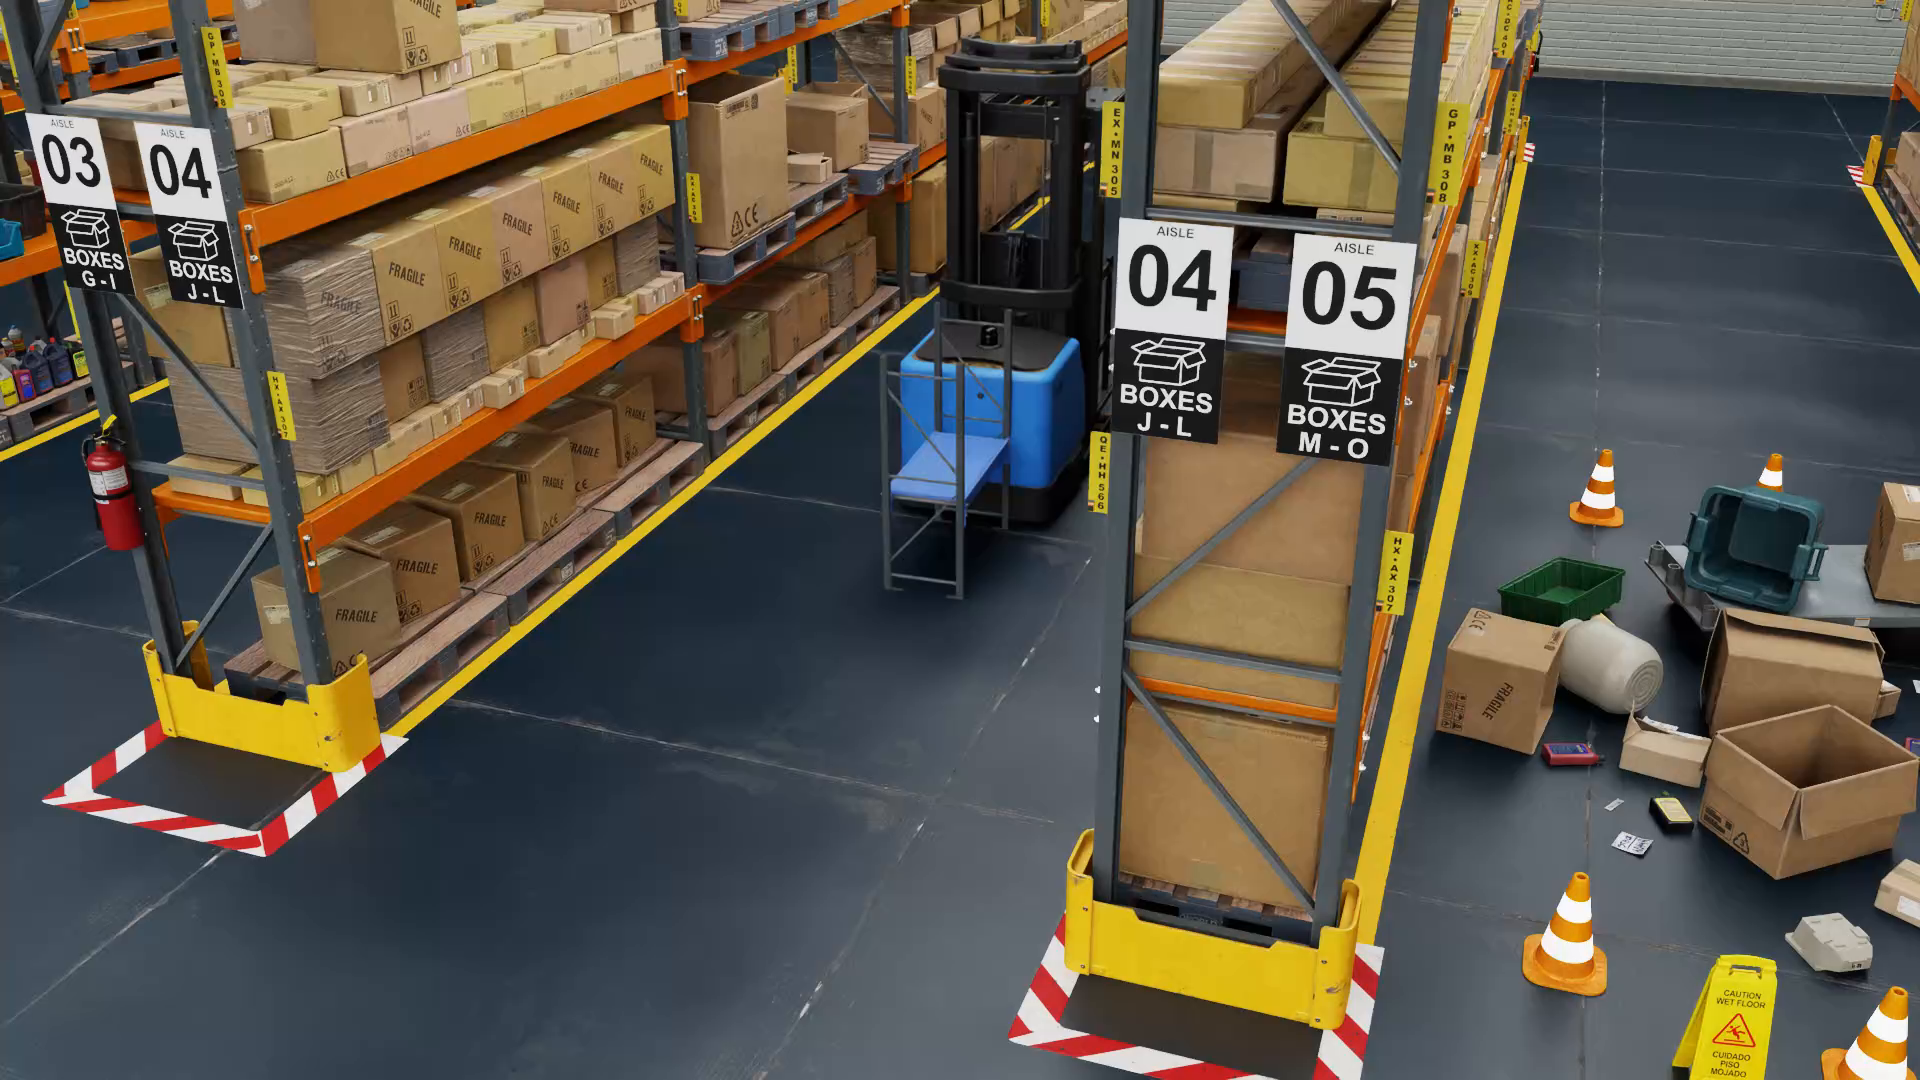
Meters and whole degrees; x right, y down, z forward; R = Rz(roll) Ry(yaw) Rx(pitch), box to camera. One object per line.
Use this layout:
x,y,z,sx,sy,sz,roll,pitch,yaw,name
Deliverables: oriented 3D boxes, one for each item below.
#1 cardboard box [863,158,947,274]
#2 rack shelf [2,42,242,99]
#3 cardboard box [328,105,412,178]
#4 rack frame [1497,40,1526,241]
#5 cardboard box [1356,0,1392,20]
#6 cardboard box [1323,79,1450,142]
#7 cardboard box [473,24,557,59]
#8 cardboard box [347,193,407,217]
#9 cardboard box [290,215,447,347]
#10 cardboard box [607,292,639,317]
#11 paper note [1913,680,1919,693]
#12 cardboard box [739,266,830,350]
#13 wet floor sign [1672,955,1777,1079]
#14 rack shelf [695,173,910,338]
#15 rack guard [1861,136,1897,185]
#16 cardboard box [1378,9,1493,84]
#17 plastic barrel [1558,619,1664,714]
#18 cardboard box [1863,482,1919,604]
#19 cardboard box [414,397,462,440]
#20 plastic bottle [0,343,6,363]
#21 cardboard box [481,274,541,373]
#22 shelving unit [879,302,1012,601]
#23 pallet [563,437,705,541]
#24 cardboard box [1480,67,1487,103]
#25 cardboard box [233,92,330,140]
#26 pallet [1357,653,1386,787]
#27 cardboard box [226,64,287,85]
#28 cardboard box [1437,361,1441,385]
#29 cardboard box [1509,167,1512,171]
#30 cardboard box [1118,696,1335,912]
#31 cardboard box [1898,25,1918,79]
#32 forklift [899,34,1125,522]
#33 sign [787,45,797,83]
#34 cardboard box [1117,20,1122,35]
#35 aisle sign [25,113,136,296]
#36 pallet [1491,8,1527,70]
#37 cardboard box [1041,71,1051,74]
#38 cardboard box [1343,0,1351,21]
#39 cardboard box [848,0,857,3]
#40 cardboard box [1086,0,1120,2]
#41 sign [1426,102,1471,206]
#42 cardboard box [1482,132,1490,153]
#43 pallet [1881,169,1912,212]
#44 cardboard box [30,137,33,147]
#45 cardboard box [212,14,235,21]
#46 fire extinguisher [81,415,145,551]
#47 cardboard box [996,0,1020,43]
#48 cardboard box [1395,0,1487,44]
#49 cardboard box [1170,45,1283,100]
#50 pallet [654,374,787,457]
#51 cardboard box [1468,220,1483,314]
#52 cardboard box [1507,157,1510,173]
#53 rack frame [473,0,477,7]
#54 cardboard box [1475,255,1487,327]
-0.692,-3.100,15.666,1.225,0.875,0.875,7,27,15,cardboard box
-9.616,-5.523,19.540,1.077,0.370,4.000,9,27,17,rack shelf
-3.034,-1.955,8.075,0.500,0.250,0.500,8,27,16,cardboard box
5.033,-4.469,16.539,1.000,3.000,0.127,9,27,17,rack frame
1.944,-2.672,8.619,0.500,0.250,0.500,9,27,18,cardboard box
1.451,-1.459,5.656,0.380,0.149,0.250,9,27,18,cardboard box
-2.508,-2.804,9.373,0.380,0.149,0.250,10,28,19,cardboard box
-3.324,-1.601,9.011,0.500,0.500,0.500,9,27,17,cardboard box
-2.991,-1.319,8.428,0.500,0.500,0.500,9,27,17,cardboard box
-2.299,-1.503,10.701,0.380,0.149,0.250,9,27,17,cardboard box
5.288,0.801,9.060,0.148,0.019,0.142,9,27,17,paper note
-1.500,-1.917,13.632,0.700,0.500,0.500,11,28,22,cardboard box
2.898,1.821,6.249,0.267,0.644,0.232,4,26,8,wet floor sign
-1.607,-2.441,13.174,1.077,0.370,4.000,9,27,17,rack shelf
11.074,-4.322,19.102,1.175,0.500,0.348,9,27,17,rack guard
2.281,-2.385,8.026,0.500,0.250,0.500,9,27,17,cardboard box
3.440,0.666,8.888,0.421,0.421,0.512,-14,29,-27,plastic barrel
5.384,0.033,9.239,0.500,0.500,0.500,9,27,17,cardboard box
-2.932,-0.676,8.993,0.380,0.149,0.250,9,27,17,cardboard box
-7.444,-1.417,12.847,0.061,0.283,0.133,9,27,17,plastic bottle
-2.957,-1.326,9.590,0.875,0.500,0.500,9,27,17,cardboard box
-0.069,-0.560,10.185,0.538,1.500,1.048,8,27,15,shelving unit
-2.463,-0.406,11.347,1.003,0.211,1.213,9,27,17,pallet
2.383,-2.247,8.198,0.380,0.149,0.250,9,27,18,cardboard box
-3.116,-1.933,7.573,0.380,0.149,0.250,9,27,19,cardboard box
1.640,0.877,8.696,1.003,0.211,1.213,9,27,17,pallet
-3.559,-2.245,8.217,0.380,0.149,0.250,9,27,18,cardboard box
2.260,-1.096,9.399,0.875,0.550,0.550,9,27,17,cardboard box
6.131,-4.339,19.059,0.380,0.149,0.250,8,27,15,cardboard box
1.203,0.941,7.321,0.875,0.875,0.875,9,27,18,cardboard box
10.636,-5.326,18.194,0.500,0.500,0.500,9,27,17,cardboard box
0.515,-2.056,11.632,1.130,2.935,3.031,8,27,15,forklift
-1.466,-4.187,14.626,0.100,0.325,0.005,9,27,17,sign
1.828,-6.460,20.938,0.380,0.149,0.250,9,27,18,cardboard box
-3.907,-1.487,7.396,0.394,0.787,0.004,9,27,17,aisle sign
3.169,-3.358,11.019,1.003,0.211,1.213,10,28,20,pallet
0.802,-5.190,18.316,0.380,0.149,0.250,9,27,18,cardboard box
1.677,-2.598,8.008,0.380,0.149,0.250,8,27,17,cardboard box
-1.021,-4.432,13.192,0.500,0.250,0.500,9,27,17,cardboard box
1.807,-7.040,20.817,0.500,0.500,0.500,9,27,18,cardboard box
1.562,-1.234,5.321,0.100,0.325,0.005,9,27,17,sign
4.052,-3.205,13.392,0.380,0.149,0.250,10,28,20,cardboard box
10.874,-3.842,18.443,1.003,0.211,1.213,9,27,17,pallet
-9.861,-4.243,18.435,0.500,0.500,0.500,10,28,20,cardboard box
-9.319,-6.740,20.632,0.700,0.500,0.500,0,26,0,cardboard box
-4.076,-0.284,7.983,0.296,0.674,0.183,9,27,17,fire extinguisher
0.185,-5.463,17.325,0.797,0.503,0.637,8,27,16,cardboard box
2.129,-2.297,7.386,0.380,0.149,0.250,8,27,17,cardboard box
1.002,-1.763,6.284,0.380,0.149,0.250,9,27,18,cardboard box
-2.015,-1.008,12.589,1.003,0.211,1.213,9,27,17,pallet
3.136,-1.817,10.945,0.500,0.500,0.500,9,27,17,cardboard box
5.852,-4.149,18.325,0.380,0.149,0.250,9,27,17,cardboard box
-7.620,-8.312,24.475,1.000,3.000,0.127,9,27,17,rack frame
4.178,-2.143,14.121,0.500,0.500,0.500,8,27,15,cardboard box
